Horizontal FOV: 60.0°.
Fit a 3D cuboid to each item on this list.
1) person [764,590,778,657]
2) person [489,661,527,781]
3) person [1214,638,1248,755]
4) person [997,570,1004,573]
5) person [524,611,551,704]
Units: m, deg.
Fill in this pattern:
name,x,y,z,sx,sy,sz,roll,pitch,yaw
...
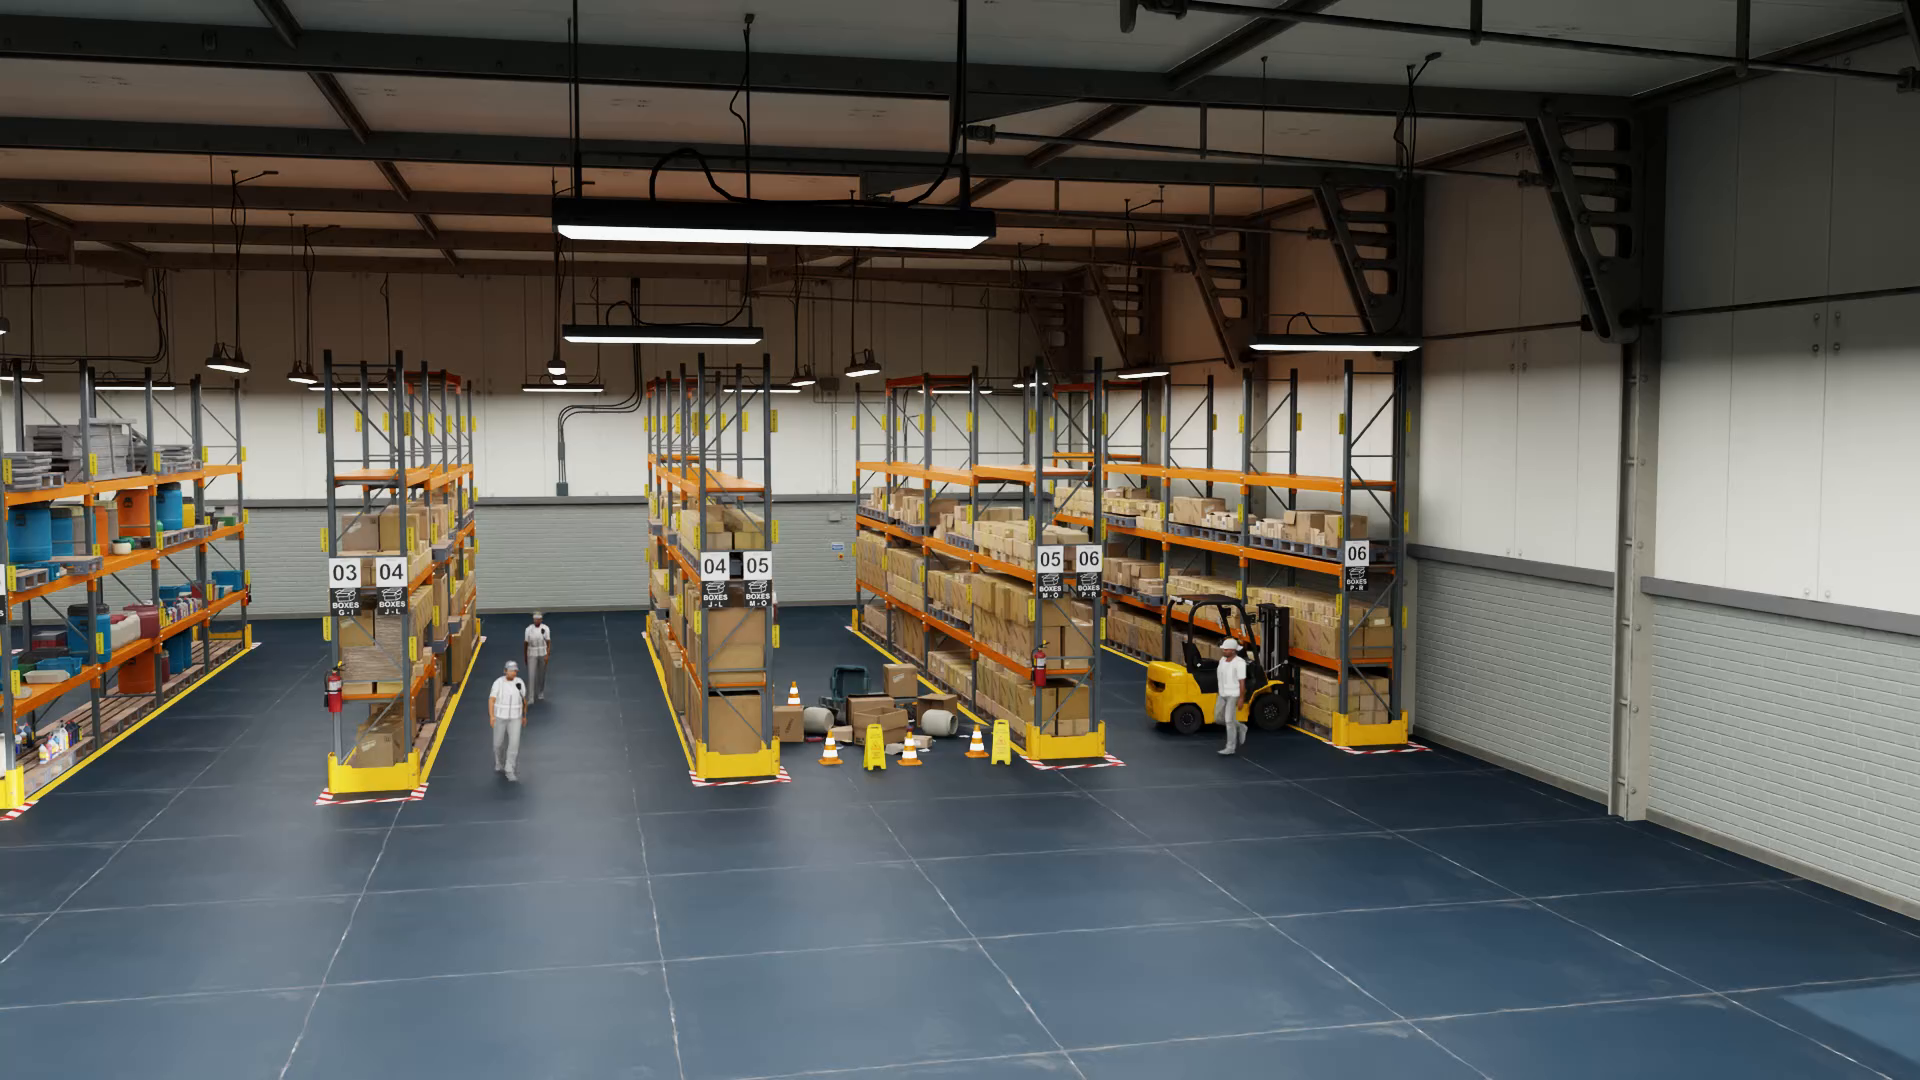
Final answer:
name,x,y,z,sx,sy,sz,roll,pitch,yaw
person,-4.205,1.667,35.573,0.620,1.733,0.617,-1,4,-7
person,-6.436,2.551,23.697,0.558,1.658,0.772,-2,4,-26
person,4.161,2.359,25.271,0.643,1.758,0.645,-2,4,-27
person,0.970,1.521,37.219,0.609,1.786,0.463,-4,6,-44
person,-7.585,2.088,29.839,0.478,1.633,0.945,-2,4,-21
